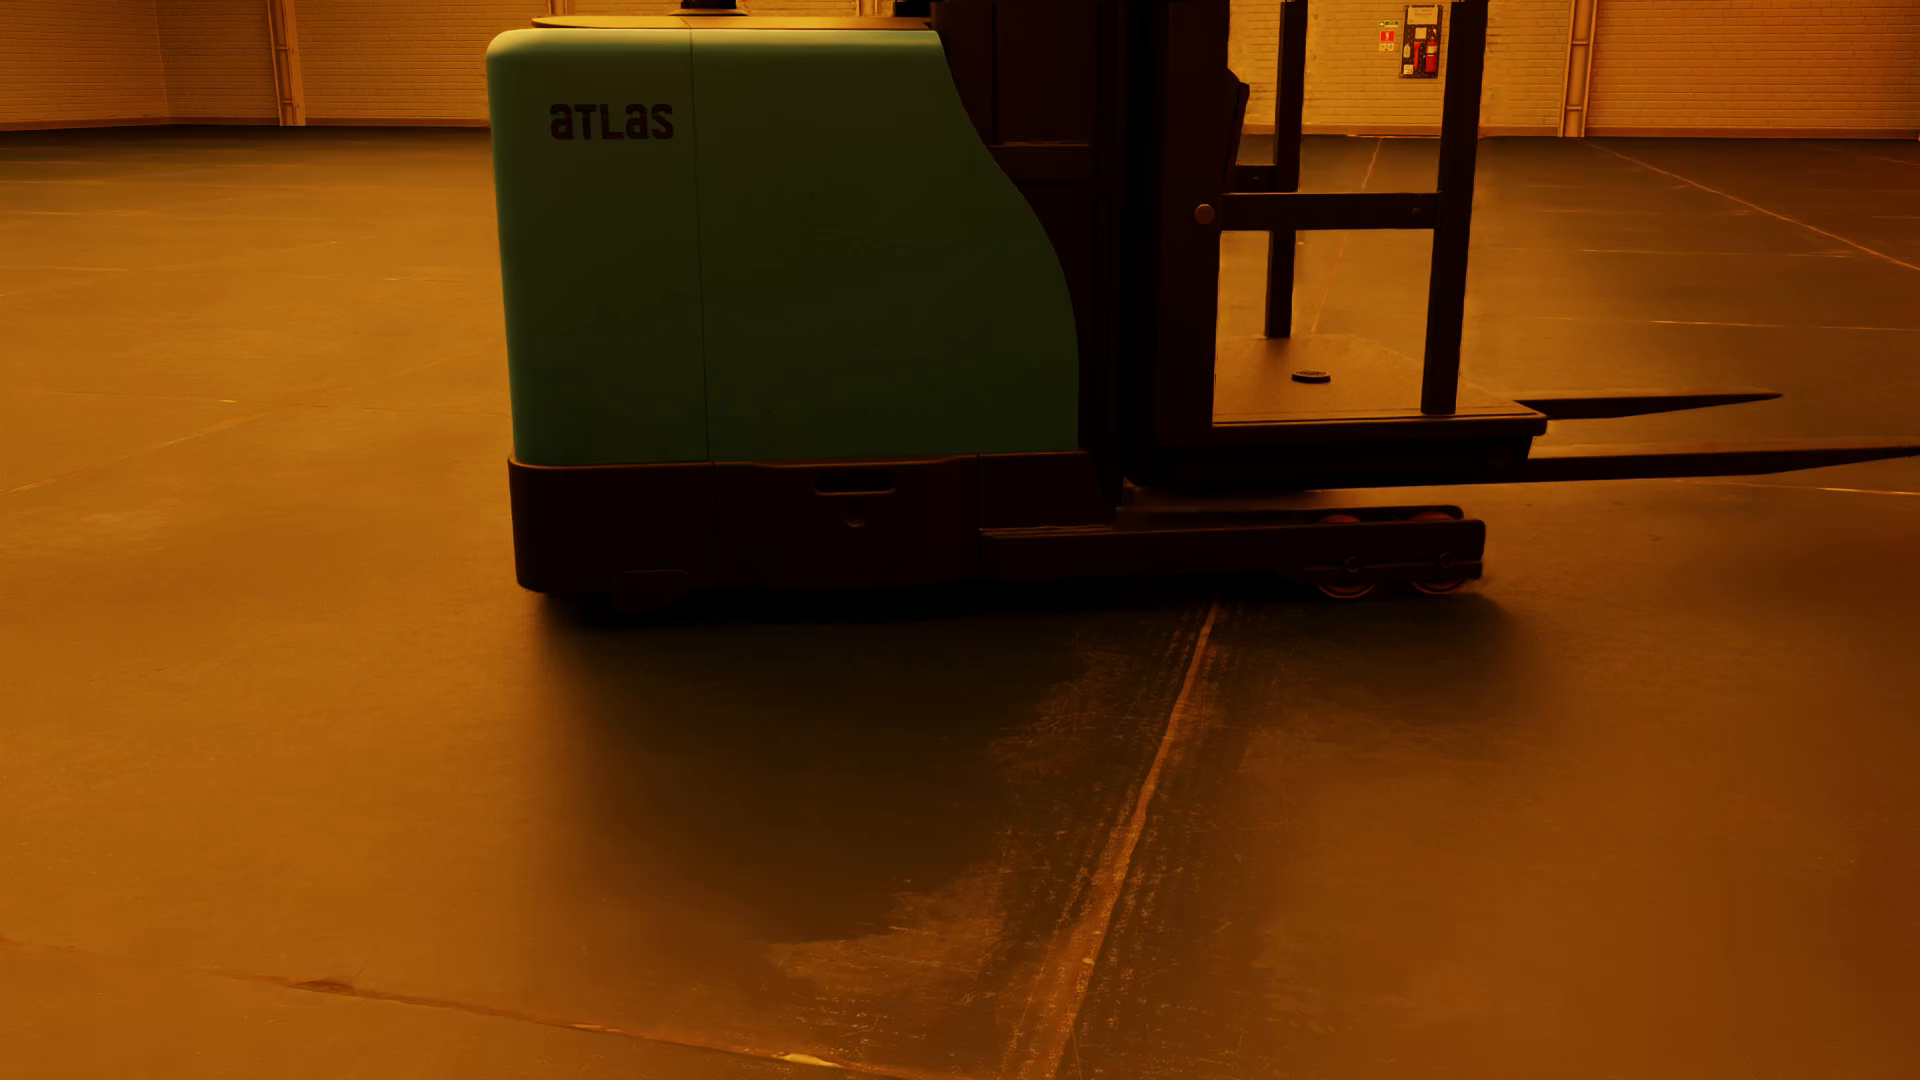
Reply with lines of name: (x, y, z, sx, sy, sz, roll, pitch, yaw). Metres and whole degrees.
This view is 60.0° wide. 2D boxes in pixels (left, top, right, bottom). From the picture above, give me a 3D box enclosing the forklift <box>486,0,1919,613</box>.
forklift: (0.603, -1.433, 3.382, 3.031, 2.935, 1.130, -2, 16, -7)
